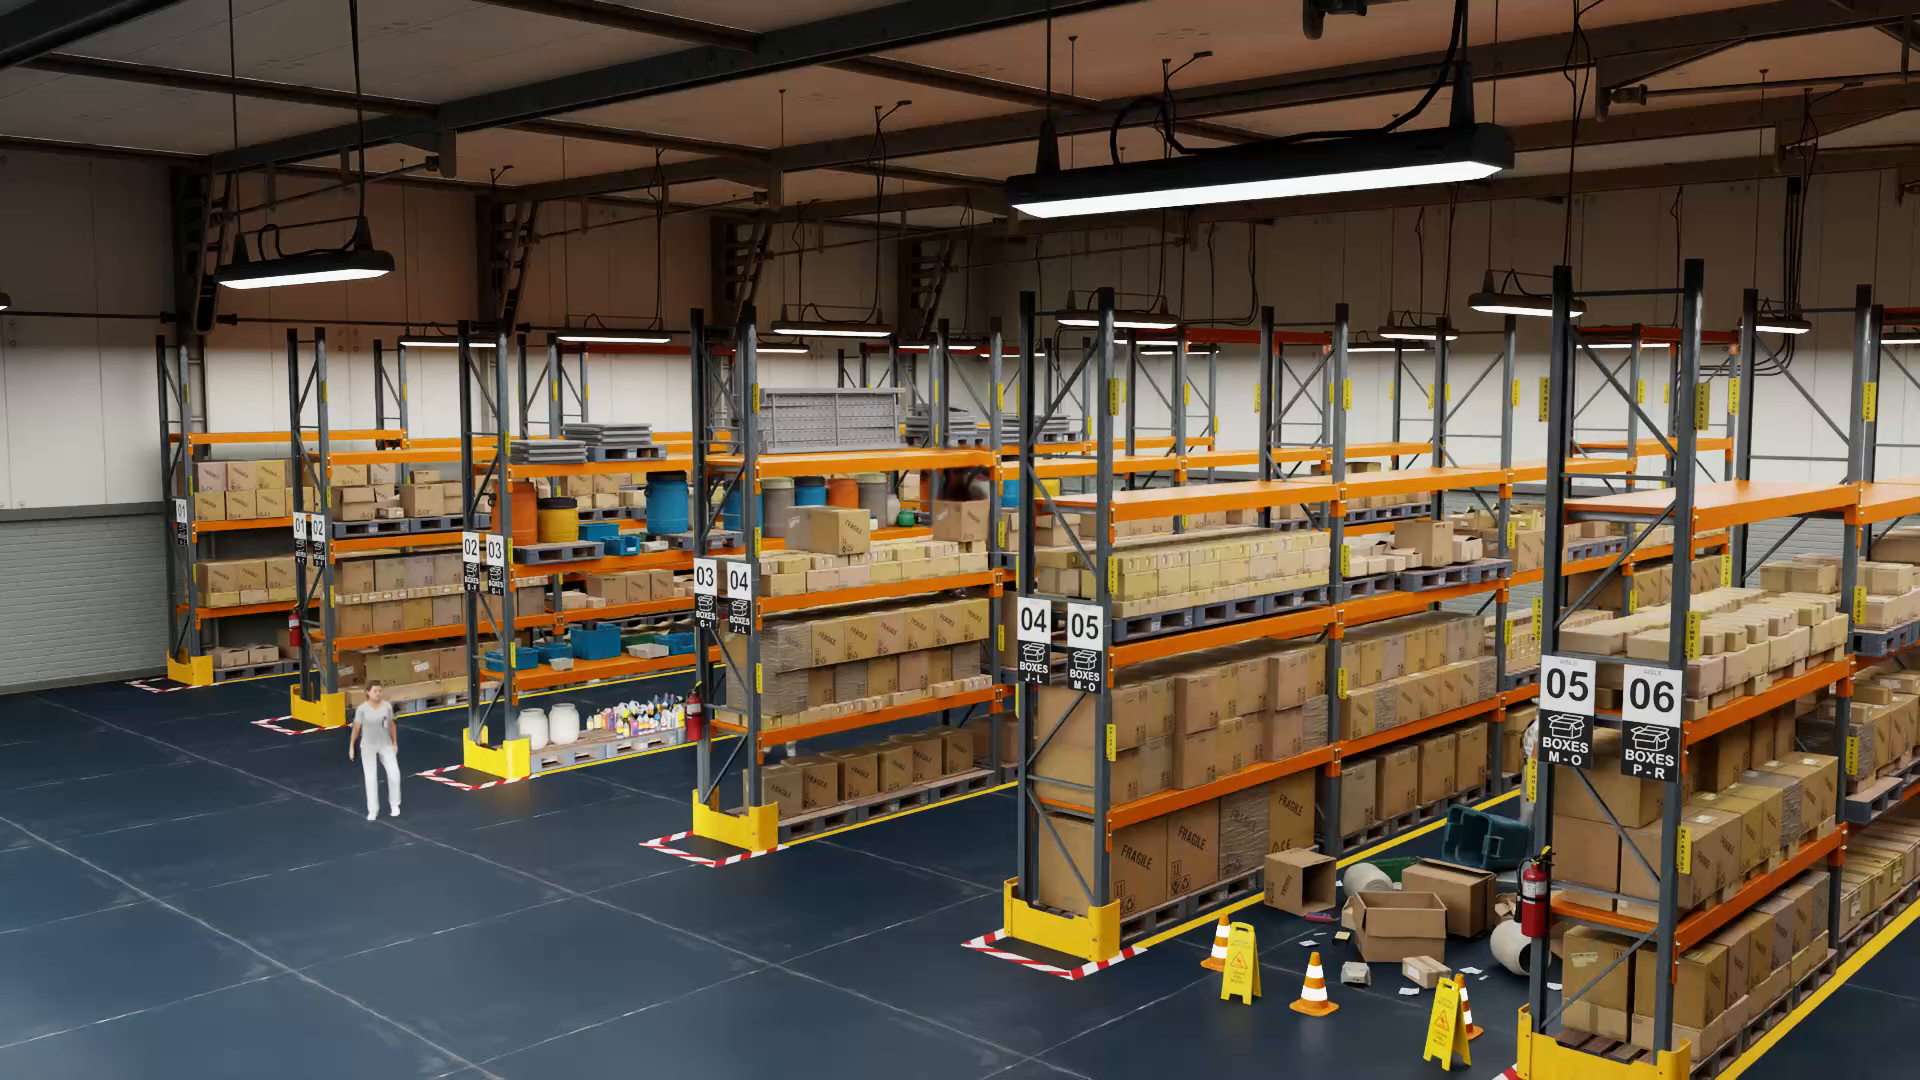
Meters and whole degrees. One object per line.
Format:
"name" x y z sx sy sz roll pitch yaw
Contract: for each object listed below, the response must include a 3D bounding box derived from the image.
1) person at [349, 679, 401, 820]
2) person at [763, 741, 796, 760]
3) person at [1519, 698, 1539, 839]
"person" -6.972 2.487 19.803 0.580 1.670 0.383 -3 6 -28
"person" -2.516 2.201 22.695 0.692 1.840 0.624 0 5 -2
"person" 6.611 2.571 18.955 0.543 1.671 0.433 -3 6 -26
